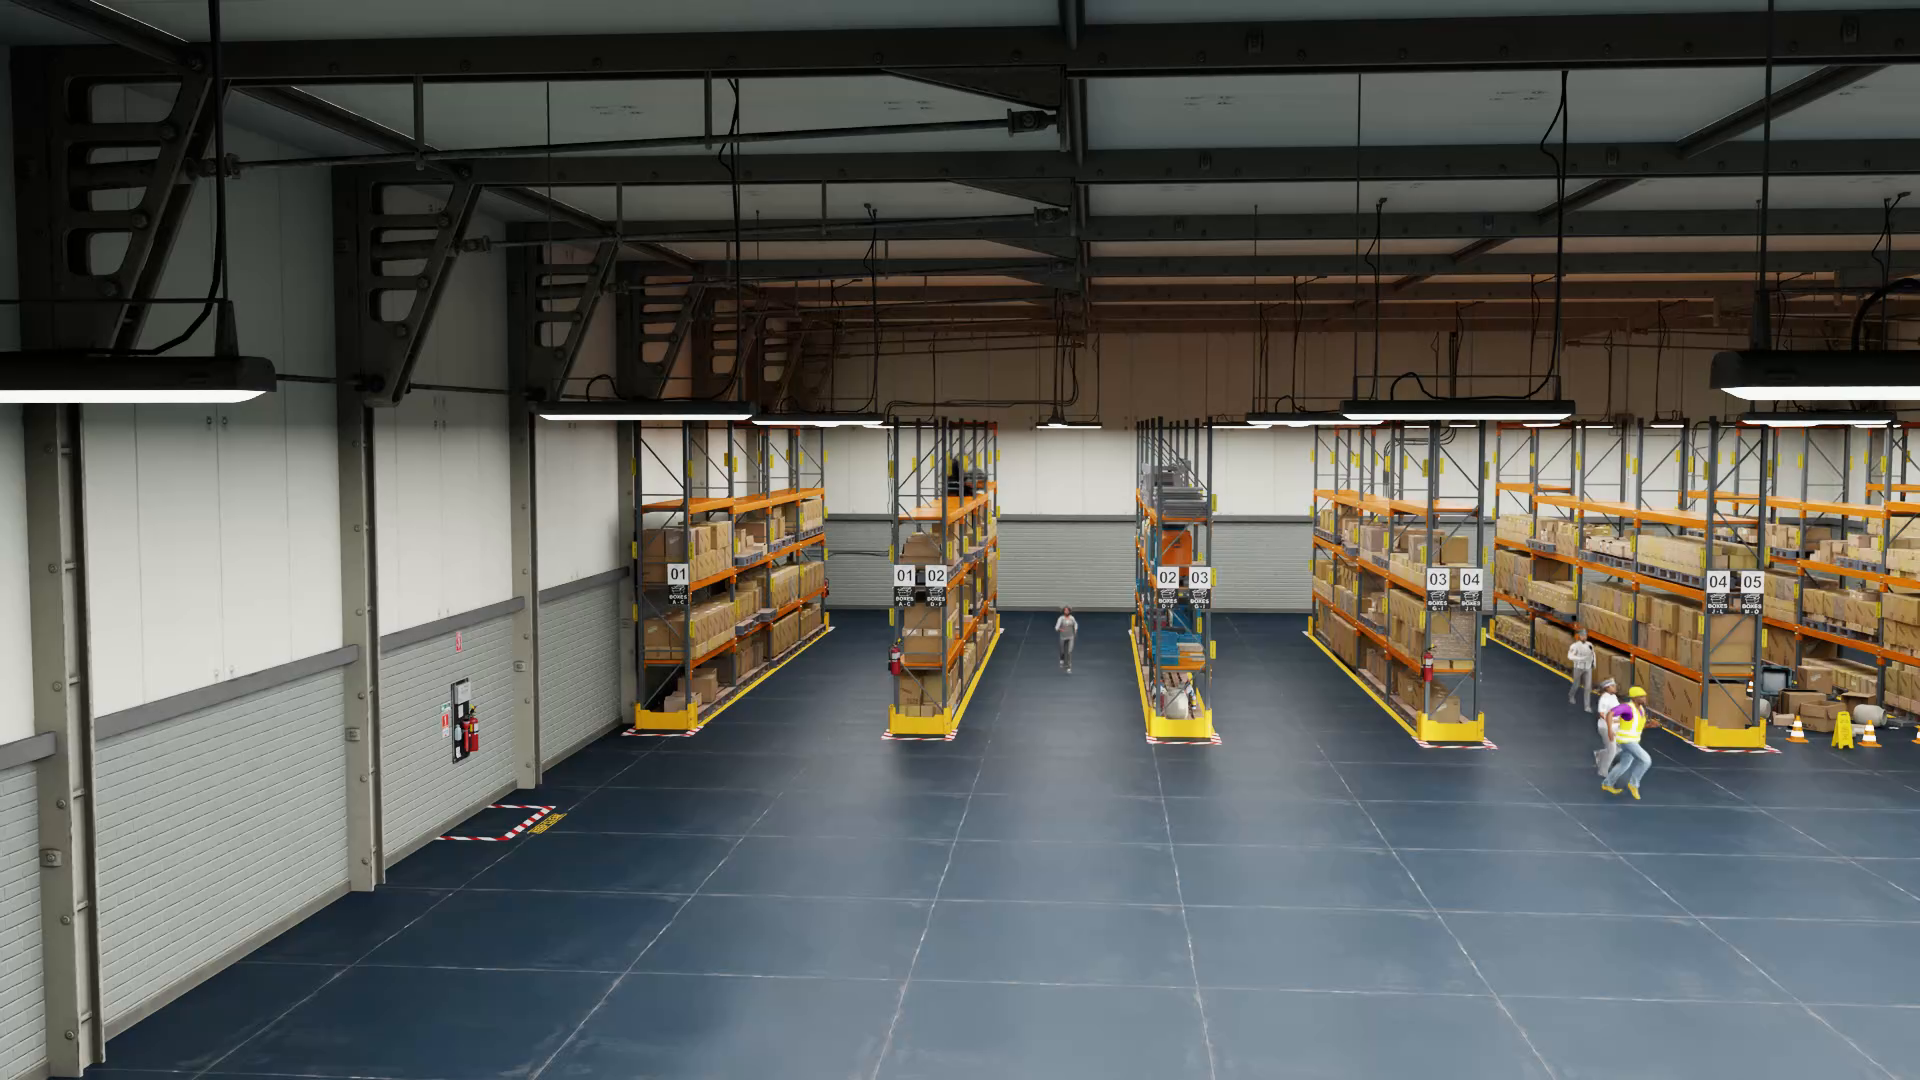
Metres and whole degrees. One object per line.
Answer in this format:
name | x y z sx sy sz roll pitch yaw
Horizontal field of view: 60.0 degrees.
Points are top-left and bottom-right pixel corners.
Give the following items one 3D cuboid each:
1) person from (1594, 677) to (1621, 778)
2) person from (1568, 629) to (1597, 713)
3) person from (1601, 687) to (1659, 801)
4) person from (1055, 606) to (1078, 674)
person | 10.757 3.099 27.507 0.572 1.668 0.613 4 5 44
person | 12.754 2.639 34.070 0.617 1.673 0.923 0 4 3
person | 10.422 3.156 25.885 0.818 1.763 0.732 3 5 41
person | 2.539 2.351 39.521 0.552 1.575 0.819 0 4 -3
